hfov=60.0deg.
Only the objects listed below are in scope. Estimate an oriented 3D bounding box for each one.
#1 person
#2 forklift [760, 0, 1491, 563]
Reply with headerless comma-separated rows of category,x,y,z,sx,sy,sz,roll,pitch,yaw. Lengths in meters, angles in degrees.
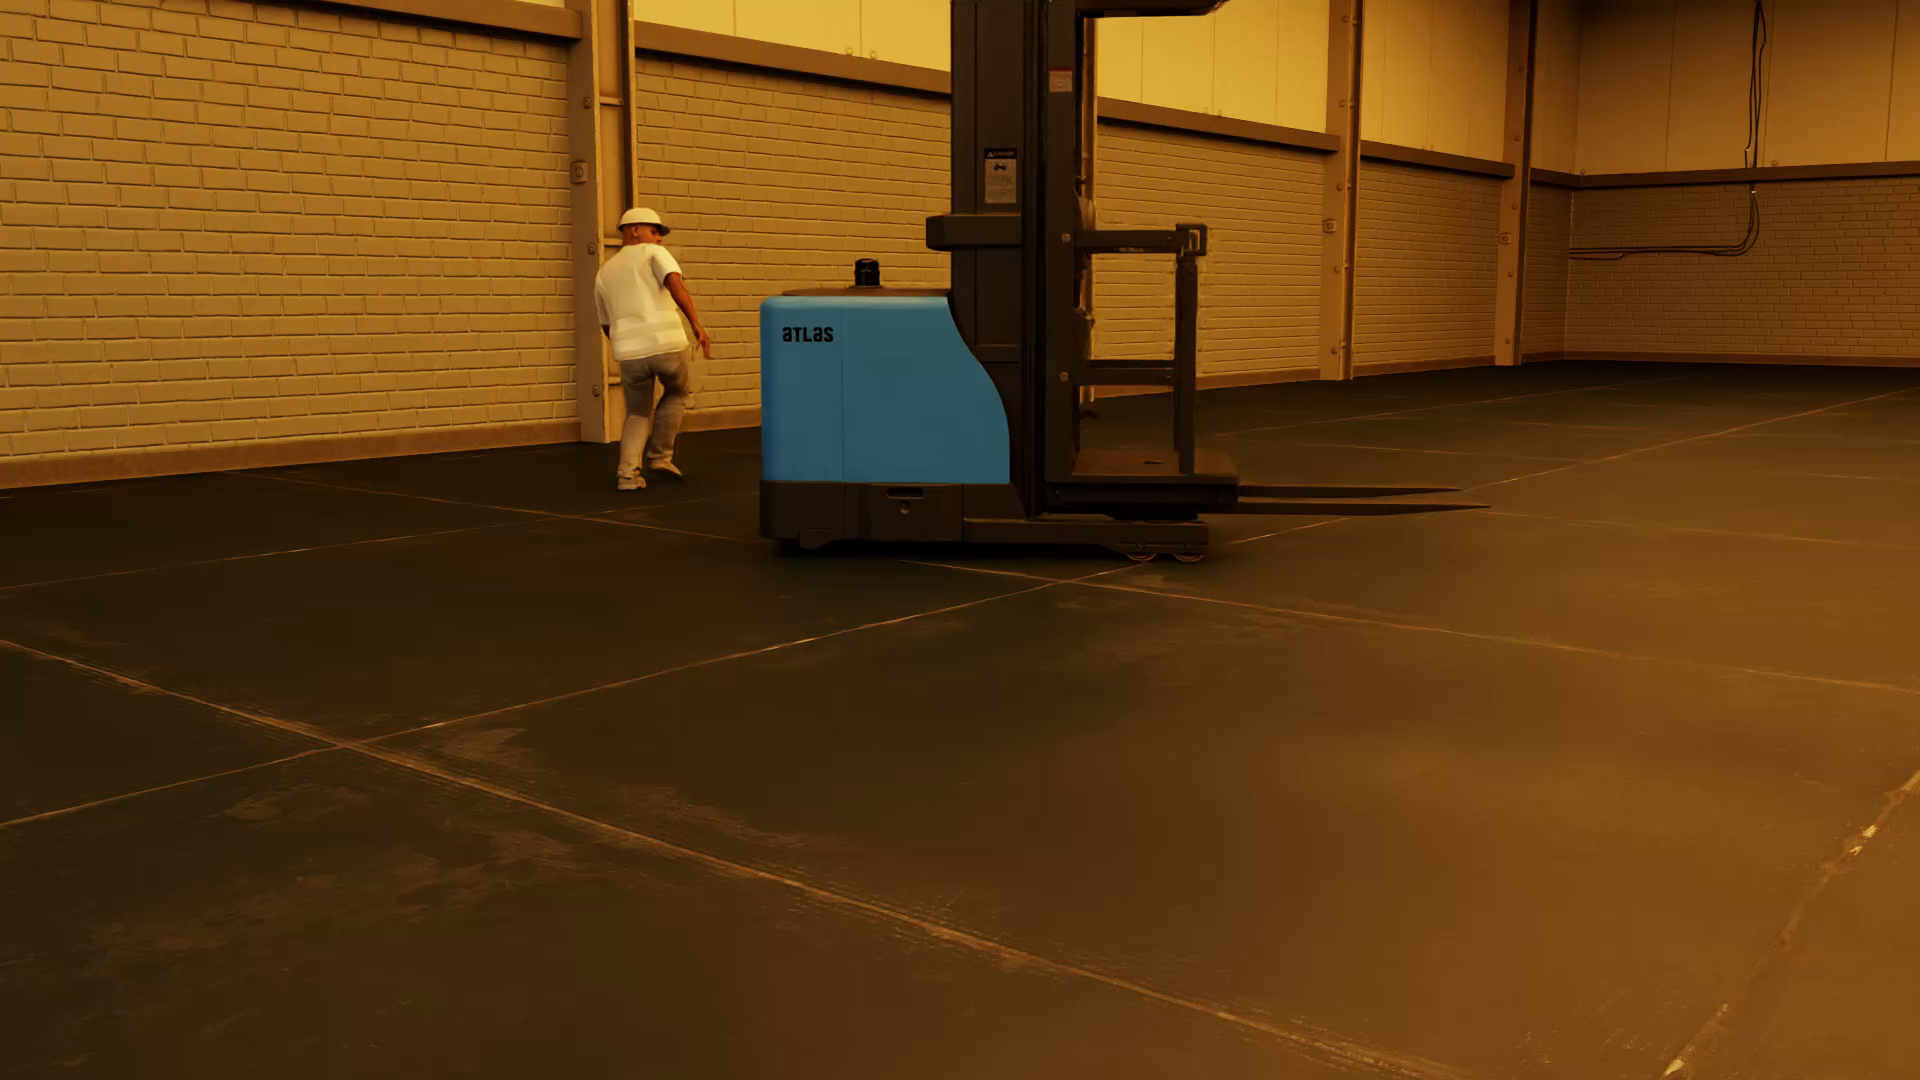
person,-1.680,-1.089,9.459,0.806,1.584,0.822,2,9,12
forklift,0.706,-1.439,7.115,3.031,2.935,1.130,1,8,6
